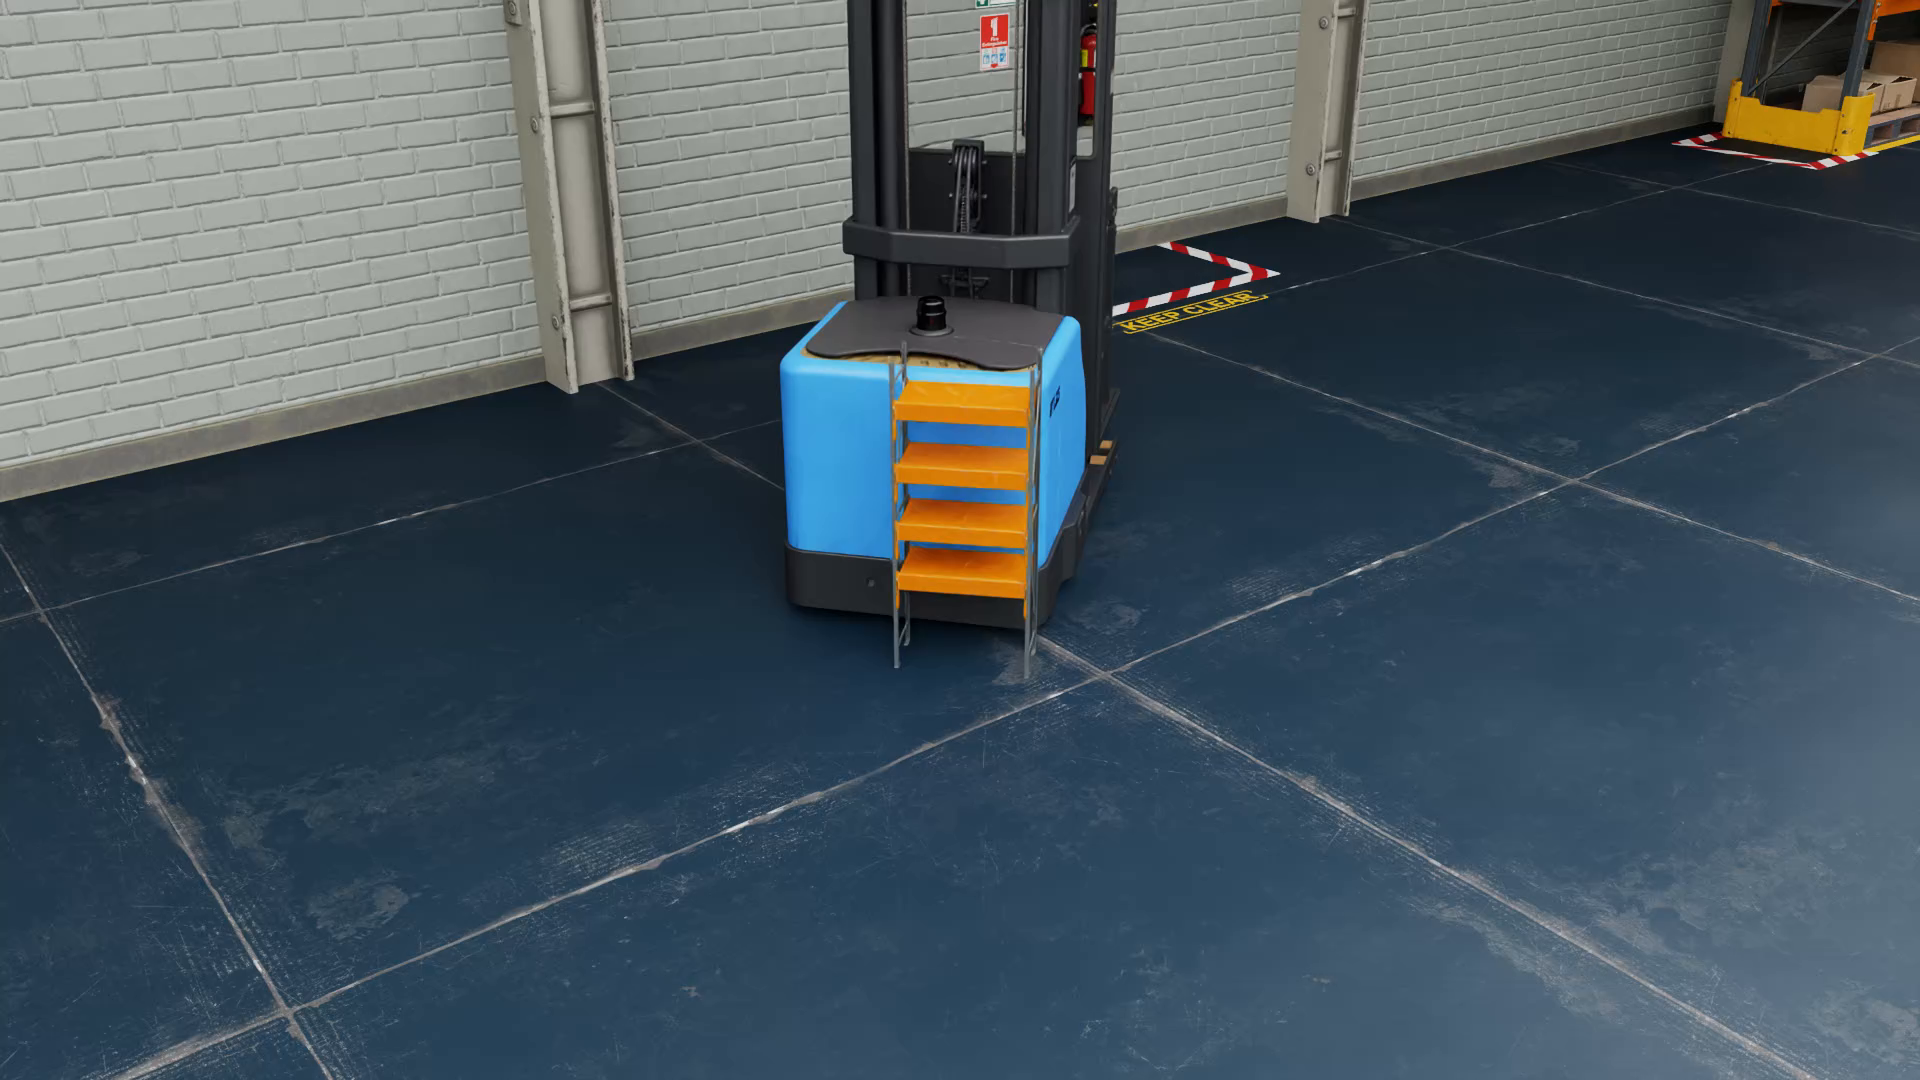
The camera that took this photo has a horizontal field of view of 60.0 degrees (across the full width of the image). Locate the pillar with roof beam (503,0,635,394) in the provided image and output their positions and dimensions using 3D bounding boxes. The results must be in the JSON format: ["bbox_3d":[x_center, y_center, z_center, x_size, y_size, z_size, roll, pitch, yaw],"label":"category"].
[{"bbox_3d":[0.617,-3.544,4.196,0.400,9.000,9.100,-18,31,-34],"label":"pillar with roof beam"}]

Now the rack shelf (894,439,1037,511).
[{"bbox_3d":[0.023,-0.236,5.961,0.480,0.148,0.258,4,25,8],"label":"rack shelf"}]

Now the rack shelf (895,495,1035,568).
[{"bbox_3d":[0.023,-0.033,6.055,0.480,0.148,0.258,4,25,8],"label":"rack shelf"}]

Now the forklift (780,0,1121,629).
[{"bbox_3d":[0.138,-1.585,7.184,1.130,2.935,3.031,5,25,12],"label":"forklift"}]

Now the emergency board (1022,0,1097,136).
[{"bbox_3d":[0.714,-3.178,10.534,0.643,1.169,0.194,-18,31,-34],"label":"emergency board"}]

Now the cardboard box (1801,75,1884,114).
[{"bbox_3d":[7.986,-4.027,15.035,0.500,0.311,0.500,-23,33,-40],"label":"cardboard box"}]

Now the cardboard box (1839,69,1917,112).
[{"bbox_3d":[8.435,-4.175,15.355,0.500,0.311,0.500,-15,29,-30],"label":"cardboard box"}]

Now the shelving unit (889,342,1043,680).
[{"bbox_3d":[0.023,-0.094,6.027,0.503,1.200,0.258,4,25,8],"label":"shelving unit"}]

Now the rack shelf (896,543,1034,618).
[{"bbox_3d":[0.023,0.147,6.138,0.480,0.148,0.258,4,25,8],"label":"rack shelf"}]

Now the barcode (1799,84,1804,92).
[{"bbox_3d":[7.754,-4.168,15.329,0.075,0.075,0.001,-18,31,-34],"label":"barcode"}]

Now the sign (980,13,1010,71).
[{"bbox_3d":[0.215,-3.084,10.291,0.234,0.329,0.001,-18,31,-34],"label":"sign"}]

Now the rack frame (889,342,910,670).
[{"bbox_3d":[-0.218,-0.111,6.063,0.015,1.200,0.240,4,25,8],"label":"rack frame"}]

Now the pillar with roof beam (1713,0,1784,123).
[{"bbox_3d":[10.060,-6.661,10.912,0.400,9.000,9.100,-18,31,-34],"label":"pillar with roof beam"}]

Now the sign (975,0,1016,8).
[{"bbox_3d":[0.224,-3.323,10.175,0.331,0.109,0.001,-18,31,-34],"label":"sign"}]

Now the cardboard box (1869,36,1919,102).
[{"bbox_3d":[9.043,-4.435,15.690,0.500,0.500,0.700,-21,32,-37],"label":"cardboard box"}]

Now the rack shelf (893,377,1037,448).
[{"bbox_3d":[0.023,-0.451,5.862,0.480,0.148,0.258,4,25,8],"label":"rack shelf"}]

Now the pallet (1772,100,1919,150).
[{"bbox_3d":[8.107,-3.851,15.298,1.213,0.211,1.003,-18,31,-34],"label":"pallet"}]

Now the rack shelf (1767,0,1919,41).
[{"bbox_3d":[8.960,-5.090,15.510,4.000,0.370,1.077,-18,31,-34],"label":"rack shelf"}]

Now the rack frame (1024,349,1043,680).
[{"bbox_3d":[0.264,-0.078,5.991,0.015,1.200,0.240,4,25,8],"label":"rack frame"}]

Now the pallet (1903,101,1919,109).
[{"bbox_3d":[9.067,-4.167,15.977,1.213,0.211,1.003,-18,31,-34],"label":"pallet"}]

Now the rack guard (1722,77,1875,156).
[{"bbox_3d":[7.446,-3.783,14.808,0.348,0.500,1.175,-18,31,-34],"label":"rack guard"}]

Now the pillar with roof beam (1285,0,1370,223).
[{"bbox_3d":[5.338,-5.102,7.554,0.400,9.000,9.100,-18,31,-34],"label":"pillar with roof beam"}]

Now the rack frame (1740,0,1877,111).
[{"bbox_3d":[7.386,-4.897,14.239,0.127,3.000,1.000,-18,31,-34],"label":"rack frame"}]
